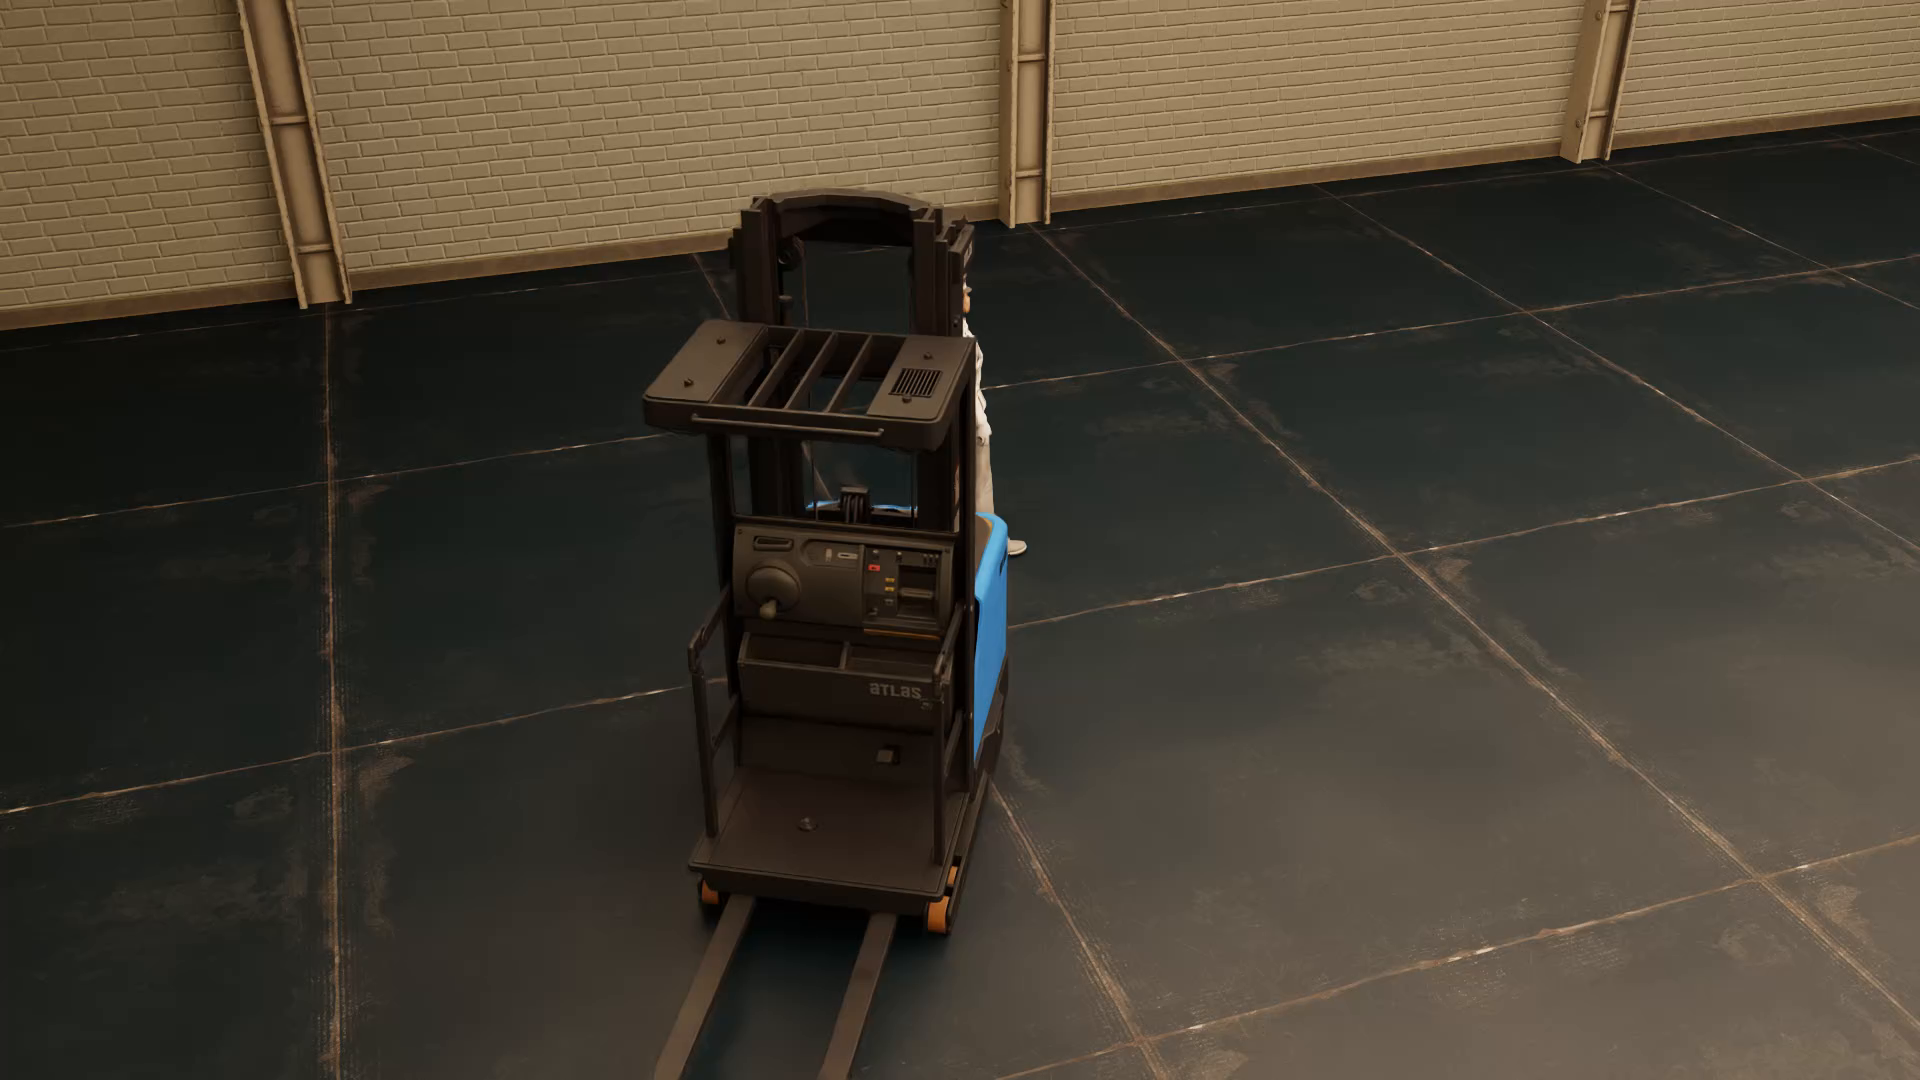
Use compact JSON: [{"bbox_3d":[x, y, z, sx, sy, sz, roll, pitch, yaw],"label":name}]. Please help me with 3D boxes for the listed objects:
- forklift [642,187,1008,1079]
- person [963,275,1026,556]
[{"bbox_3d":[-0.525,0.212,6.718,1.130,2.935,3.031,5,30,9],"label":"forklift"},{"bbox_3d":[0.067,-0.749,9.613,0.531,1.695,0.588,-10,31,-16],"label":"person"}]
